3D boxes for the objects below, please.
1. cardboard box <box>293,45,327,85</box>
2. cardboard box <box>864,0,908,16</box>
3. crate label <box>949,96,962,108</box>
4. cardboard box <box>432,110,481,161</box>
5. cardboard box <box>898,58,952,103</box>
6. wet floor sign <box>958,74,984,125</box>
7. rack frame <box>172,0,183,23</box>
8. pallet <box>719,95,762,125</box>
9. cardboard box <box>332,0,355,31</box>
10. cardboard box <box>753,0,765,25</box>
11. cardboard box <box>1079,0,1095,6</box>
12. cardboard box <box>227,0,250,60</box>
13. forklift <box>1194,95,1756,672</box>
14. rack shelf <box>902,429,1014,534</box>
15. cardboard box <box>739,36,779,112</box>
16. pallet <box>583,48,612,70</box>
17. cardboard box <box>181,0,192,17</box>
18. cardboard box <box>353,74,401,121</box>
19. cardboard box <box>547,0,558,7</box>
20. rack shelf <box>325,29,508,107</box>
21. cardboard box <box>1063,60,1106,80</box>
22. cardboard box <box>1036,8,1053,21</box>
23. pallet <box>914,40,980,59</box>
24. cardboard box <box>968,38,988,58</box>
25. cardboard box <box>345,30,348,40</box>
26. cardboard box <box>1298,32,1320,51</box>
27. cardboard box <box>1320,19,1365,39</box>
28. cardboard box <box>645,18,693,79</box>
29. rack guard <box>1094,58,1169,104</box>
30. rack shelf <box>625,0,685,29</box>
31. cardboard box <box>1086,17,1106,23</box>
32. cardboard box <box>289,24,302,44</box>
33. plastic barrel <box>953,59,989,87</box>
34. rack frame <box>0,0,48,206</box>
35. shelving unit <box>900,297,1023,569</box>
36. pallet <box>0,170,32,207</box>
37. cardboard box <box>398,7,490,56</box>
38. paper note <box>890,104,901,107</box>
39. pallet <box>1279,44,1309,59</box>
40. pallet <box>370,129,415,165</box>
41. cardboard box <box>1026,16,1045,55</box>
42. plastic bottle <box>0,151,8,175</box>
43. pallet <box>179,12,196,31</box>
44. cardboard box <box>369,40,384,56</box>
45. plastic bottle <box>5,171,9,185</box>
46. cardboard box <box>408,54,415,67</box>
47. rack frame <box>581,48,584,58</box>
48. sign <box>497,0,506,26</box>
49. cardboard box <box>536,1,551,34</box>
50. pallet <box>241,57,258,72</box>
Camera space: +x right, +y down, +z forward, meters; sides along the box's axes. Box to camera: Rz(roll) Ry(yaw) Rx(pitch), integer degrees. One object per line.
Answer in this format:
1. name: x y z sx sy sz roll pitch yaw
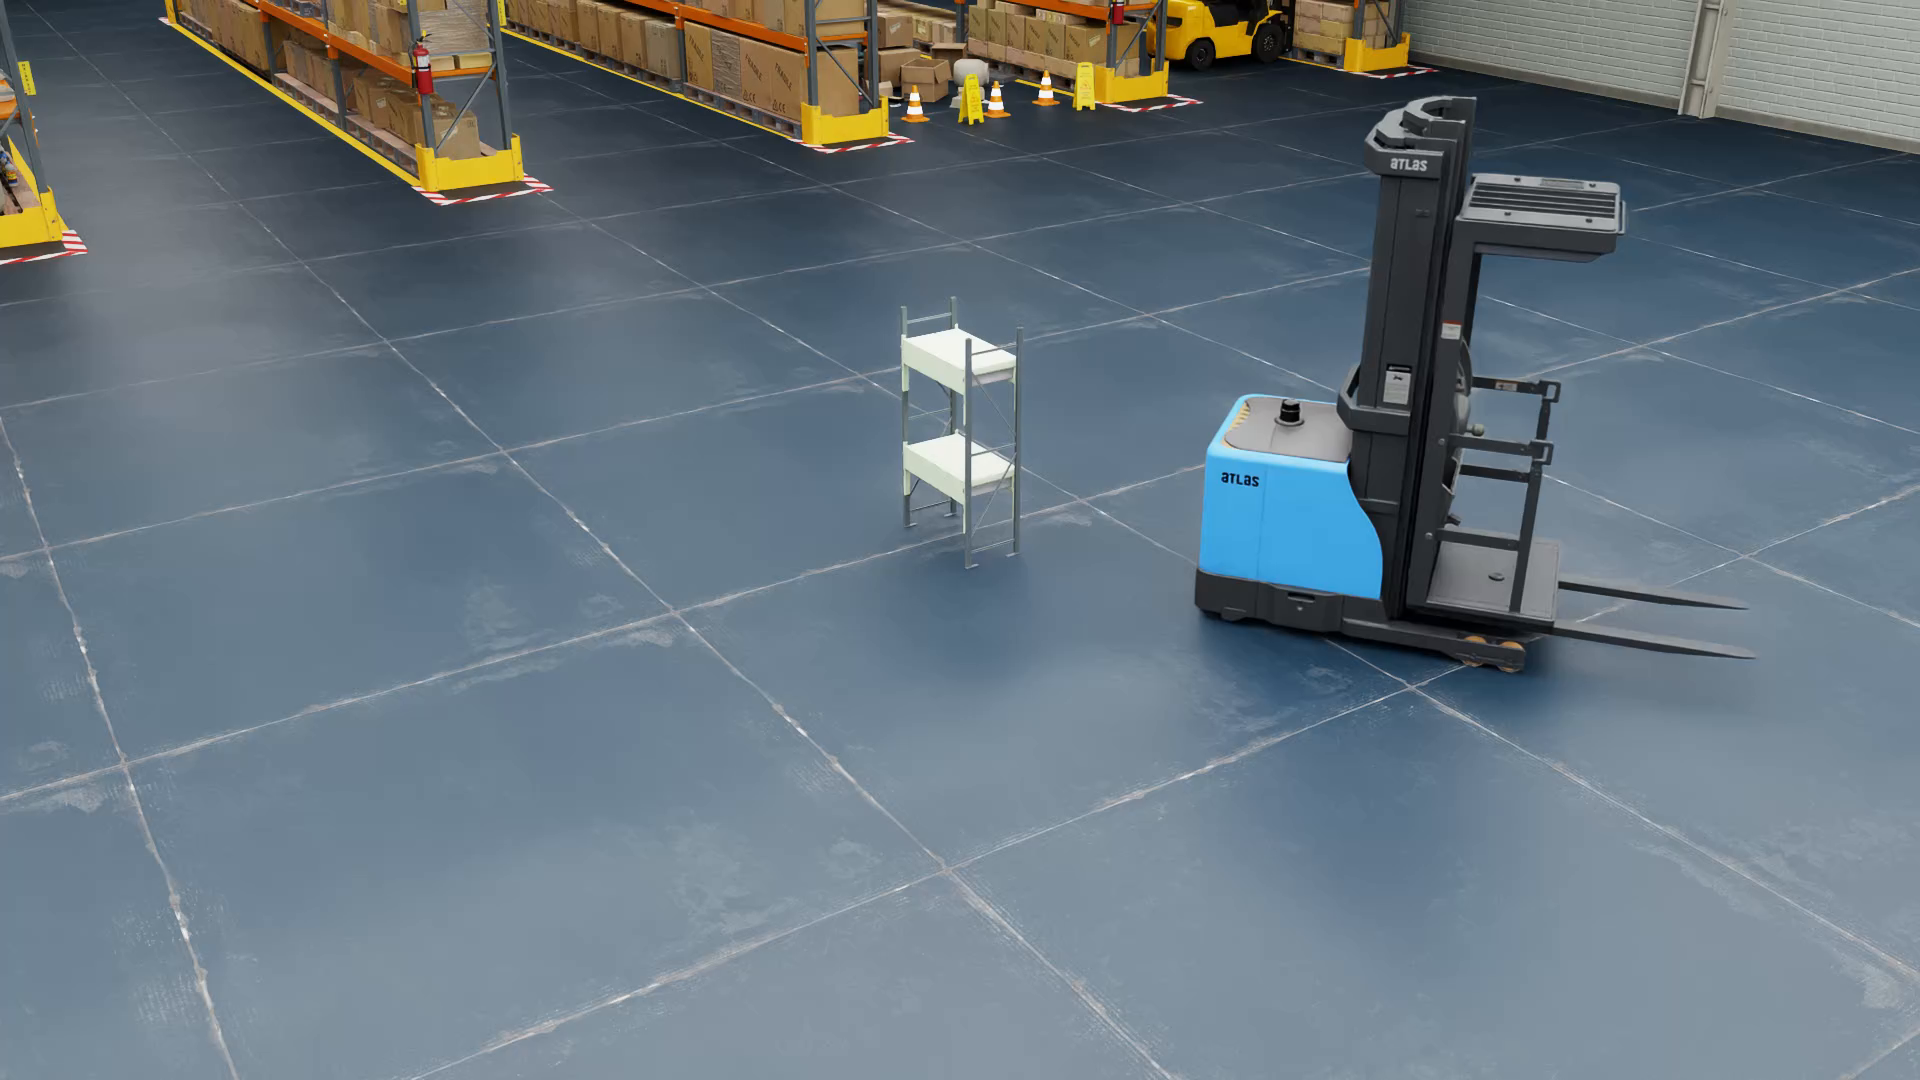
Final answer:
1. cardboard box: -9.404 -7.062 24.609 0.700 0.500 0.500 -18 31 -34
2. cardboard box: -1.497 -9.531 30.012 0.950 0.372 0.625 -18 31 -33
3. crate label: 0.029 -6.317 23.972 0.298 0.136 0.250 12 28 24
4. cardboard box: -6.060 -4.850 19.945 0.500 0.500 0.500 -10 27 -20
5. cardboard box: -0.510 -6.782 24.526 0.637 0.503 0.797 7 26 15
6. wet floor sign: 0.152 -6.069 22.850 0.267 0.644 0.232 -22 33 -38
7. rack frame: -14.468 -11.286 31.143 1.000 3.000 0.127 -16 29 -30
8. pallet: -2.686 -6.125 23.478 1.003 0.211 1.213 -16 29 -30
9. cardboard box: -7.480 -6.811 21.198 0.875 0.500 0.500 -16 29 -30
10. cardboard box: -2.282 -7.294 22.511 0.875 0.550 0.550 -16 29 -30
11. cardboard box: 1.955 -7.907 24.281 0.380 0.149 0.250 -16 30 -30
12. cardboard box: -10.940 -8.226 26.658 1.225 0.875 0.875 -15 29 -29
13. forklift: 2.952 -0.850 9.117 3.031 2.935 1.130 9 27 18
14. rack shelf: 0.004 -0.381 10.564 0.431 0.370 0.720 -16 29 -30
15. cardboard box: -2.430 -6.453 22.903 0.875 0.875 0.875 -16 30 -30
16. pallet: -5.522 -7.983 27.414 1.003 0.211 1.213 -16 29 -30
17. cardboard box: -14.051 -10.304 31.061 0.875 0.875 0.875 -16 29 -30
18. cardboard box: -7.732 -5.901 22.172 0.500 0.500 0.500 -17 30 -31
19. cardboard box: -6.767 -9.304 28.503 0.500 0.250 0.500 -15 29 -29
20. rack shelf: -6.825 -5.953 20.689 1.077 0.370 4.000 -16 29 -30
21. cardboard box: 1.890 -7.054 24.907 0.500 0.250 0.500 -16 29 -30
22. cardboard box: 1.380 -7.978 25.227 0.380 0.149 0.250 -14 29 -27
23. pallet: -0.040 -8.320 28.127 1.003 0.211 1.213 -16 29 -30
24. cardboard box: 0.482 -7.976 26.860 0.500 0.250 0.500 -17 30 -32
25. cardboard box: -7.622 -6.470 21.237 0.380 0.149 0.250 -16 29 -30
26. cardboard box: 5.942 -8.251 27.444 0.500 0.250 0.500 -16 29 -30
27. cardboard box: 6.199 -8.304 26.970 0.500 0.250 0.500 -16 30 -30
28. cardboard box: -4.120 -7.487 25.239 1.050 0.750 0.750 -16 29 -30
29. rack guard: 2.528 -6.769 24.503 1.175 0.500 0.348 -16 29 -30
30. rack shelf: -4.798 -8.503 26.092 1.077 0.370 4.000 -16 29 -30
31. cardboard box: 2.059 -7.705 25.409 0.500 0.500 0.500 -17 30 -31
32. cardboard box: -9.710 -7.599 24.868 0.500 0.250 0.500 -14 29 -28
33. plastic barrel: 0.174 -7.093 25.280 0.512 0.421 0.421 3 25 6
34. rack frame: -9.883 -4.409 16.575 1.000 3.000 0.127 -16 29 -30
35. shelving unit: 0.004 -0.676 10.425 0.431 1.500 0.755 -16 29 -30
36. pallet: -11.065 -3.892 18.746 1.003 0.211 1.213 -16 29 -30
37. cardboard box: -6.011 -5.946 19.365 0.875 0.500 0.500 -16 29 -30
38. paper note: -0.933 -6.281 24.021 0.144 0.017 0.142 -6 26 -12
39. pallet: 5.612 -8.469 28.443 1.003 0.211 1.213 -16 29 -30
40. pallet: -6.851 -5.064 21.229 1.003 0.211 1.213 -16 29 -30
41. cardboard box: 1.357 -7.752 25.507 0.500 0.500 0.500 -16 30 -31
42. plastic bottle: -10.964 -4.326 19.080 0.097 0.271 0.097 0 25 0
43. pallet: -13.966 -9.757 31.171 1.003 0.211 1.213 -16 29 -30
44. cardboard box: -6.969 -6.015 20.272 0.380 0.149 0.250 -16 29 -30
45. plastic bottle: -10.668 -4.100 18.684 0.097 0.201 0.097 0 25 0
46. cardboard box: -6.198 -5.593 19.377 0.380 0.149 0.250 -16 29 -30
47. rack frame: -5.890 -9.544 27.453 1.000 3.000 0.127 -16 29 -30
48. sign: -5.279 -6.081 19.103 0.100 0.325 0.005 -16 29 -30
49. cardboard box: -7.050 -9.150 29.055 0.500 0.500 0.500 -17 30 -32
50. pallet: -11.130 -7.899 27.235 1.003 0.211 1.213 -16 29 -30
